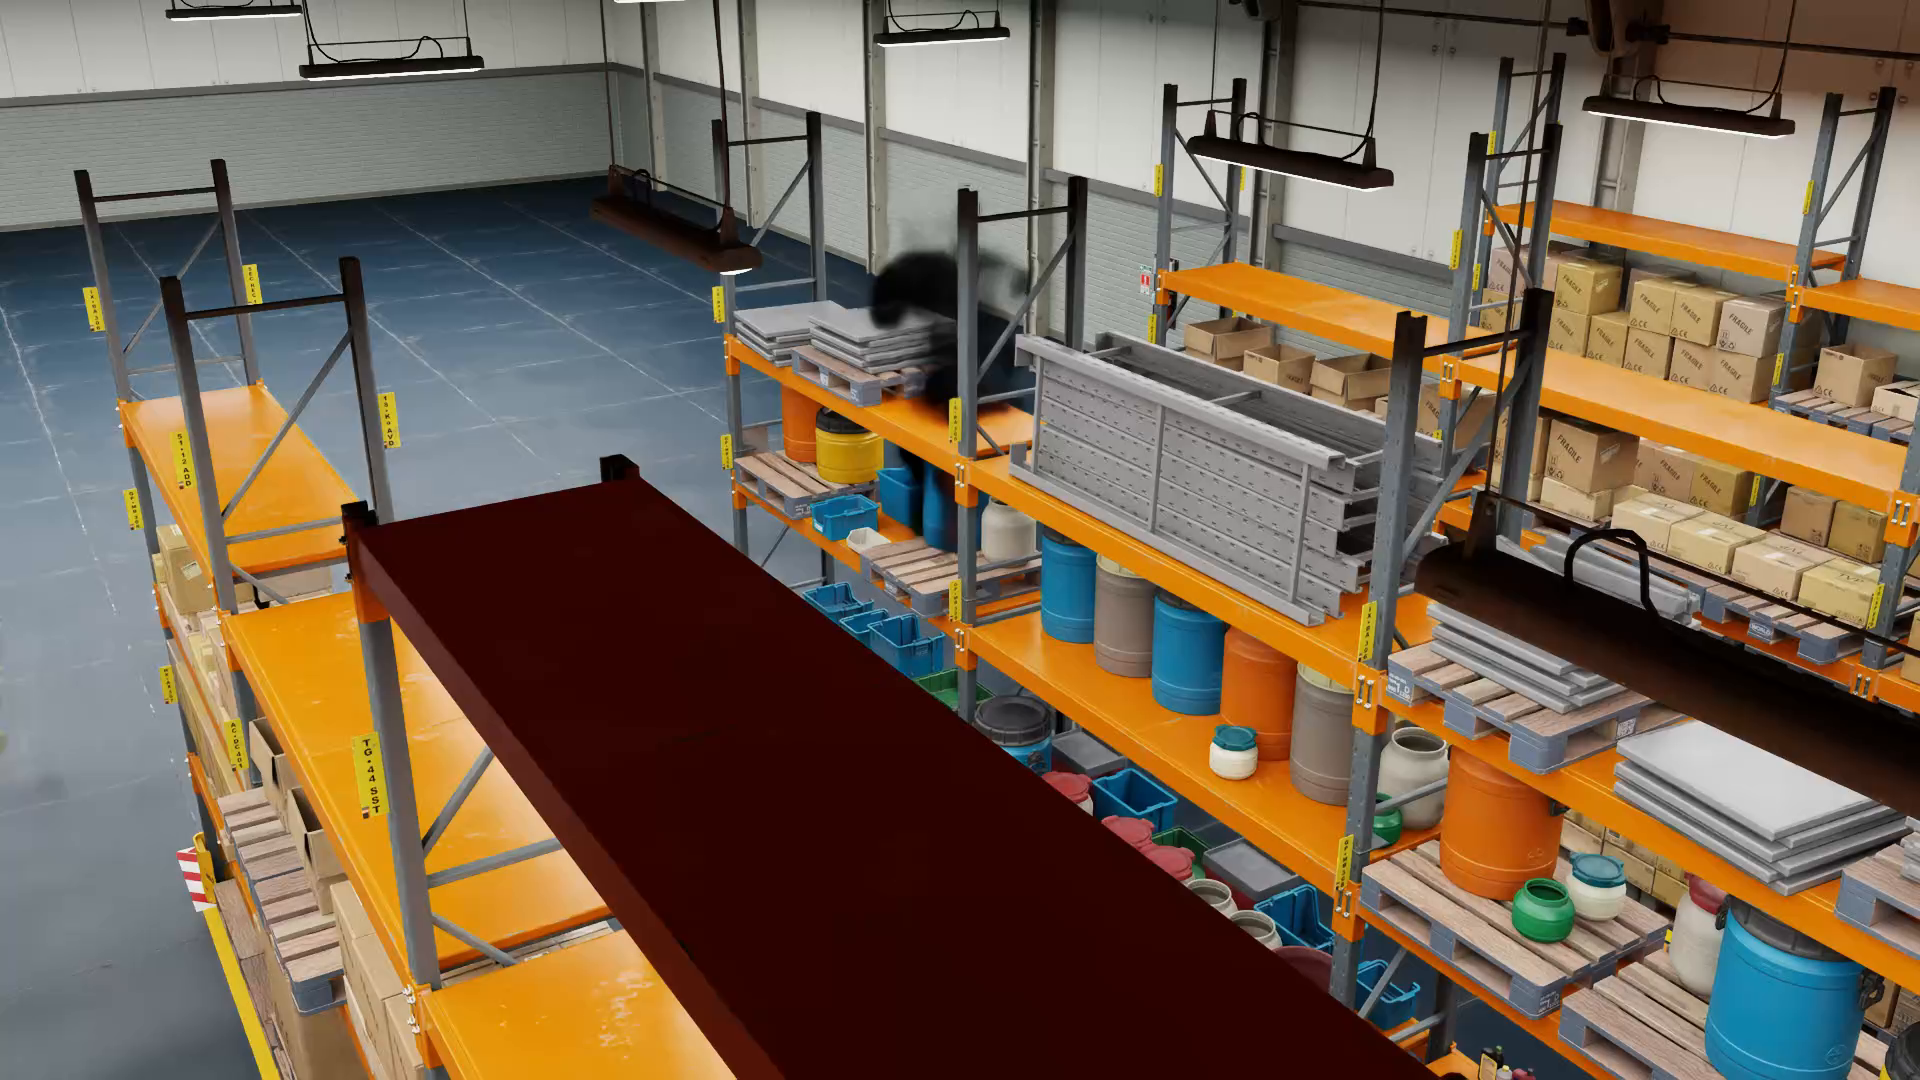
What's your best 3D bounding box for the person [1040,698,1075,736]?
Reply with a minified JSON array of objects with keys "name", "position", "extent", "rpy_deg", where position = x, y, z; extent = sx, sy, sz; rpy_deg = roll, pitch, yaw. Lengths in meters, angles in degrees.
[{"name":"person","position":[0.966,1.156,15.513],"extent":[0.612,1.655,0.482],"rpy_deg":[-15,26,-33]}]
